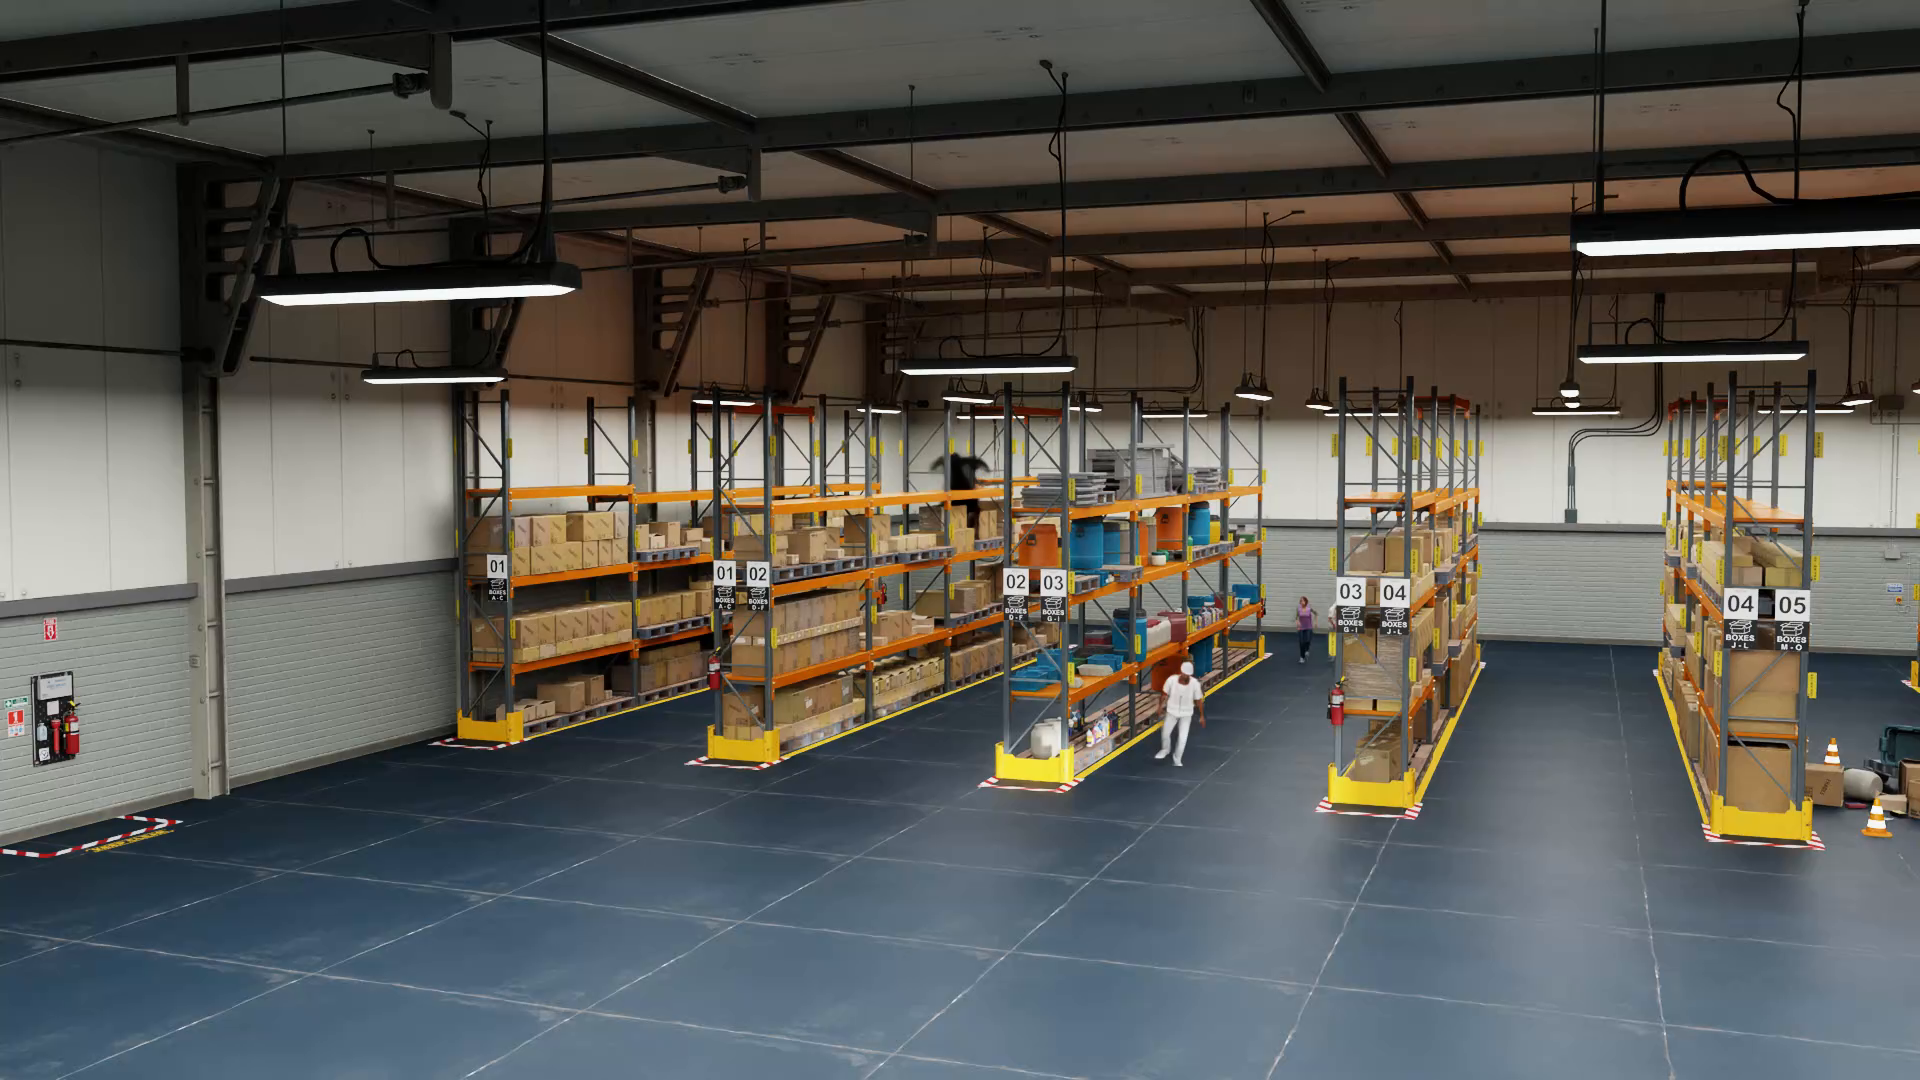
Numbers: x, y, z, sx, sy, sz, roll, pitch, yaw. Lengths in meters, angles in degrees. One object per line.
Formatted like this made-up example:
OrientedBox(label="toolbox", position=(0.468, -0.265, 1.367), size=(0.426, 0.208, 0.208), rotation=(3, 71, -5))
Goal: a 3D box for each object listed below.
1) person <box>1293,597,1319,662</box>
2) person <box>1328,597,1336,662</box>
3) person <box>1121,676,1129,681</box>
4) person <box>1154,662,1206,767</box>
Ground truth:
OrientedBox(label="person", position=(8.053, 2.087, 38.729), size=(0.574, 1.546, 0.701), rotation=(1, 3, 17))
OrientedBox(label="person", position=(8.886, 2.080, 38.949), size=(0.572, 1.607, 0.742), rotation=(0, 3, 3))
OrientedBox(label="person", position=(3.464, 2.269, 35.502), size=(0.545, 1.526, 0.706), rotation=(2, 4, 38))
OrientedBox(label="person", position=(3.443, 2.714, 26.028), size=(0.808, 1.681, 0.695), rotation=(1, 3, 11))
